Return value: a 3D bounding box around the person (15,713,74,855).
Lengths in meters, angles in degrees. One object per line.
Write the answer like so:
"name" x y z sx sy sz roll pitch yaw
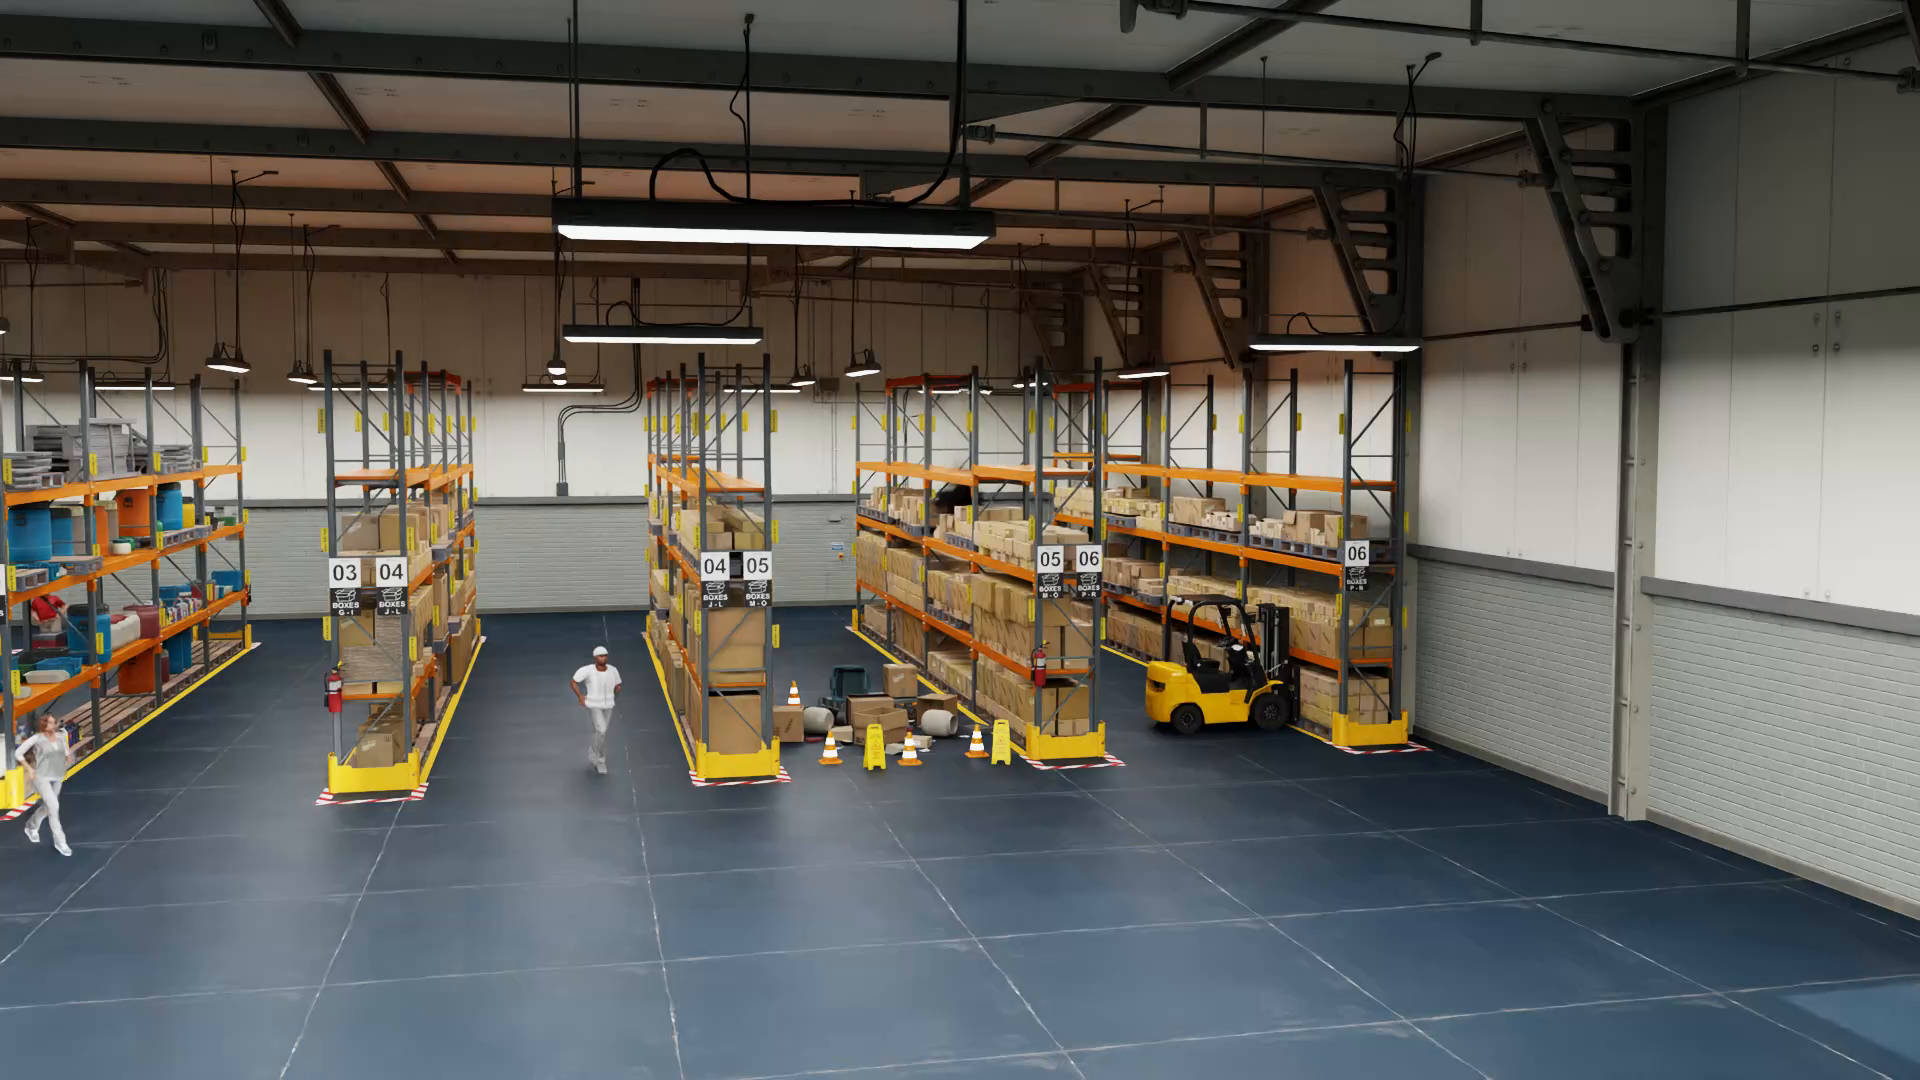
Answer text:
"person" -10.696 2.838 19.487 0.830 1.627 0.534 2 4 21

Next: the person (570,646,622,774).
"person" -5.212 2.450 24.100 0.674 1.832 0.785 -4 5 -43

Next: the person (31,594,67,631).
"person" -19.016 1.769 34.697 0.711 1.687 0.660 -2 4 -22
